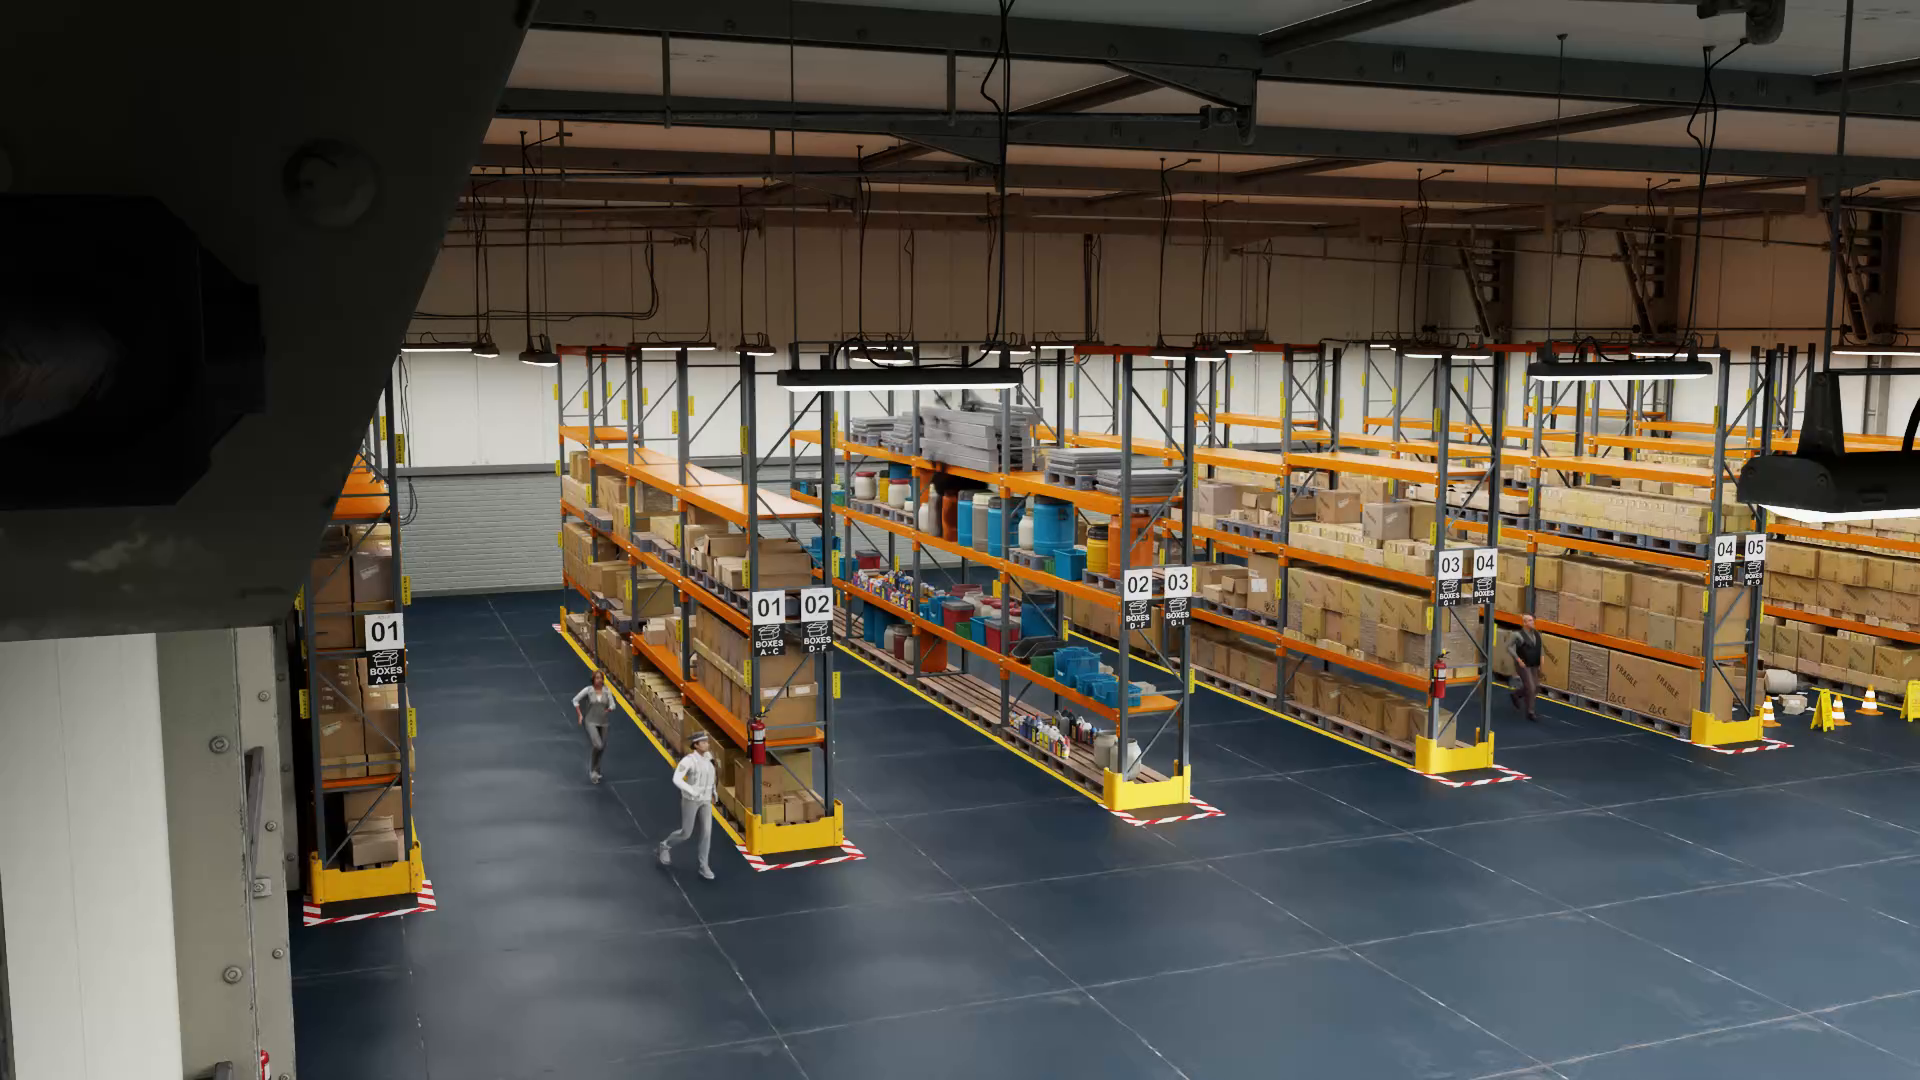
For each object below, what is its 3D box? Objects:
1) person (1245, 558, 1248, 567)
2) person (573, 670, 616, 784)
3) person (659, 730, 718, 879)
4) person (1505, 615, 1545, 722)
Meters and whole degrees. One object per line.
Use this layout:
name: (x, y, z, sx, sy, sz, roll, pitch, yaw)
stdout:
person: (7.292, 0.268, 40.963, 0.666, 1.756, 0.569, -4, 8, -29)
person: (-5.056, 2.598, 23.189, 0.519, 1.585, 0.625, -5, 9, -34)
person: (-3.052, 3.041, 19.449, 0.901, 1.651, 0.674, 7, 10, 42)
person: (9.210, 2.054, 27.101, 0.673, 1.702, 0.789, -3, 8, -24)
